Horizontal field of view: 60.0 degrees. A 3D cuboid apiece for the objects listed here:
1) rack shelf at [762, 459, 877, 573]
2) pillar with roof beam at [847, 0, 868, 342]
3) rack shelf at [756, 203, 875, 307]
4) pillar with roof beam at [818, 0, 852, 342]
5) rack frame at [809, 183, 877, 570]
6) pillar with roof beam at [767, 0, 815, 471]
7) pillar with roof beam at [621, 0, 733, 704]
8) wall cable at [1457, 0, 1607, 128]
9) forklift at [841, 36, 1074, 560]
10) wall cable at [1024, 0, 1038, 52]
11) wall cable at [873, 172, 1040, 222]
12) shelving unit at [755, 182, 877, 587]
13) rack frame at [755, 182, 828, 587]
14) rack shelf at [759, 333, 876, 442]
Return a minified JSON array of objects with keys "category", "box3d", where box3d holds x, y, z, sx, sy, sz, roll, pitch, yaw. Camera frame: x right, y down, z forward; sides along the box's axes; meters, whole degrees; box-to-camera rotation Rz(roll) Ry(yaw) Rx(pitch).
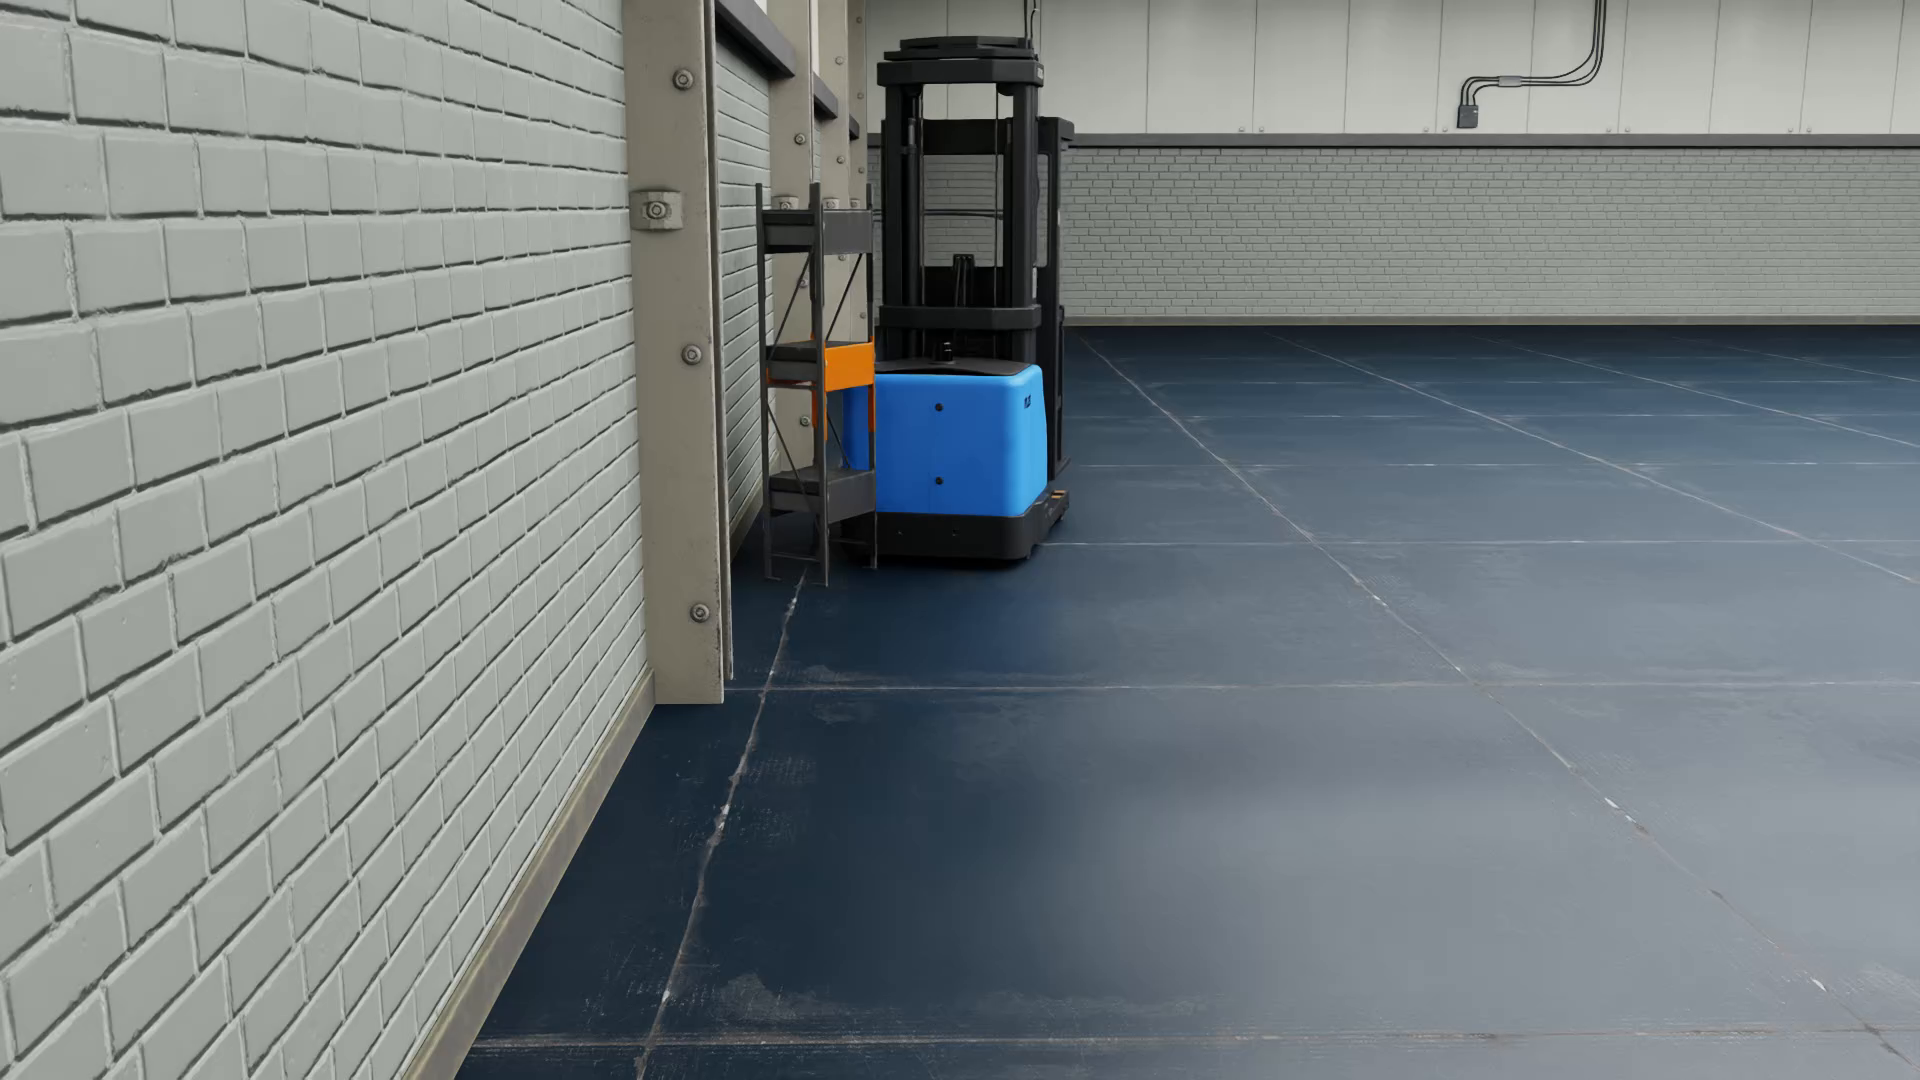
[{"category":"rack shelf","box3d":[-0.760,-0.141,9.061,0.431,0.518,0.480,6,13,29]},{"category":"pillar with roof beam","box3d":[2.805,-7.379,23.797,9.100,9.000,0.400,0,11,-1]},{"category":"rack shelf","box3d":[-0.760,-1.513,8.782,0.431,0.518,0.480,6,13,29]},{"category":"pillar with roof beam","box3d":[2.929,-6.186,17.918,9.100,9.000,0.400,0,11,-1]},{"category":"rack frame","box3d":[-0.639,-0.882,9.127,0.400,2.100,0.015,6,13,29]},{"category":"pillar with roof beam","box3d":[3.053,-4.993,12.039,9.100,9.000,0.400,0,11,-1]},{"category":"pillar with roof beam","box3d":[3.177,-3.801,6.160,9.100,9.000,0.400,0,11,-1]},{"category":"wall cable","box3d":[9.254,-9.655,26.461,2.305,6.003,0.169,0,11,-1]},{"category":"forklift","box3d":[0.110,-1.570,10.424,1.130,2.935,3.031,2,12,11]},{"category":"wall cable","box3d":[2.467,-8.916,26.484,3.097,2.526,0.112,0,11,-1]},{"category":"wall cable","box3d":[-0.238,-6.430,26.931,3.097,2.526,0.112,0,11,-1]},{"category":"shelving unit","box3d":[-0.760,-0.840,8.919,0.431,2.100,0.503,6,13,29]},{"category":"rack frame","box3d":[-0.880,-0.798,8.711,0.400,2.100,0.015,6,13,29]},{"category":"rack shelf","box3d":[-0.760,-0.827,8.922,0.431,0.518,0.480,6,13,29]}]
